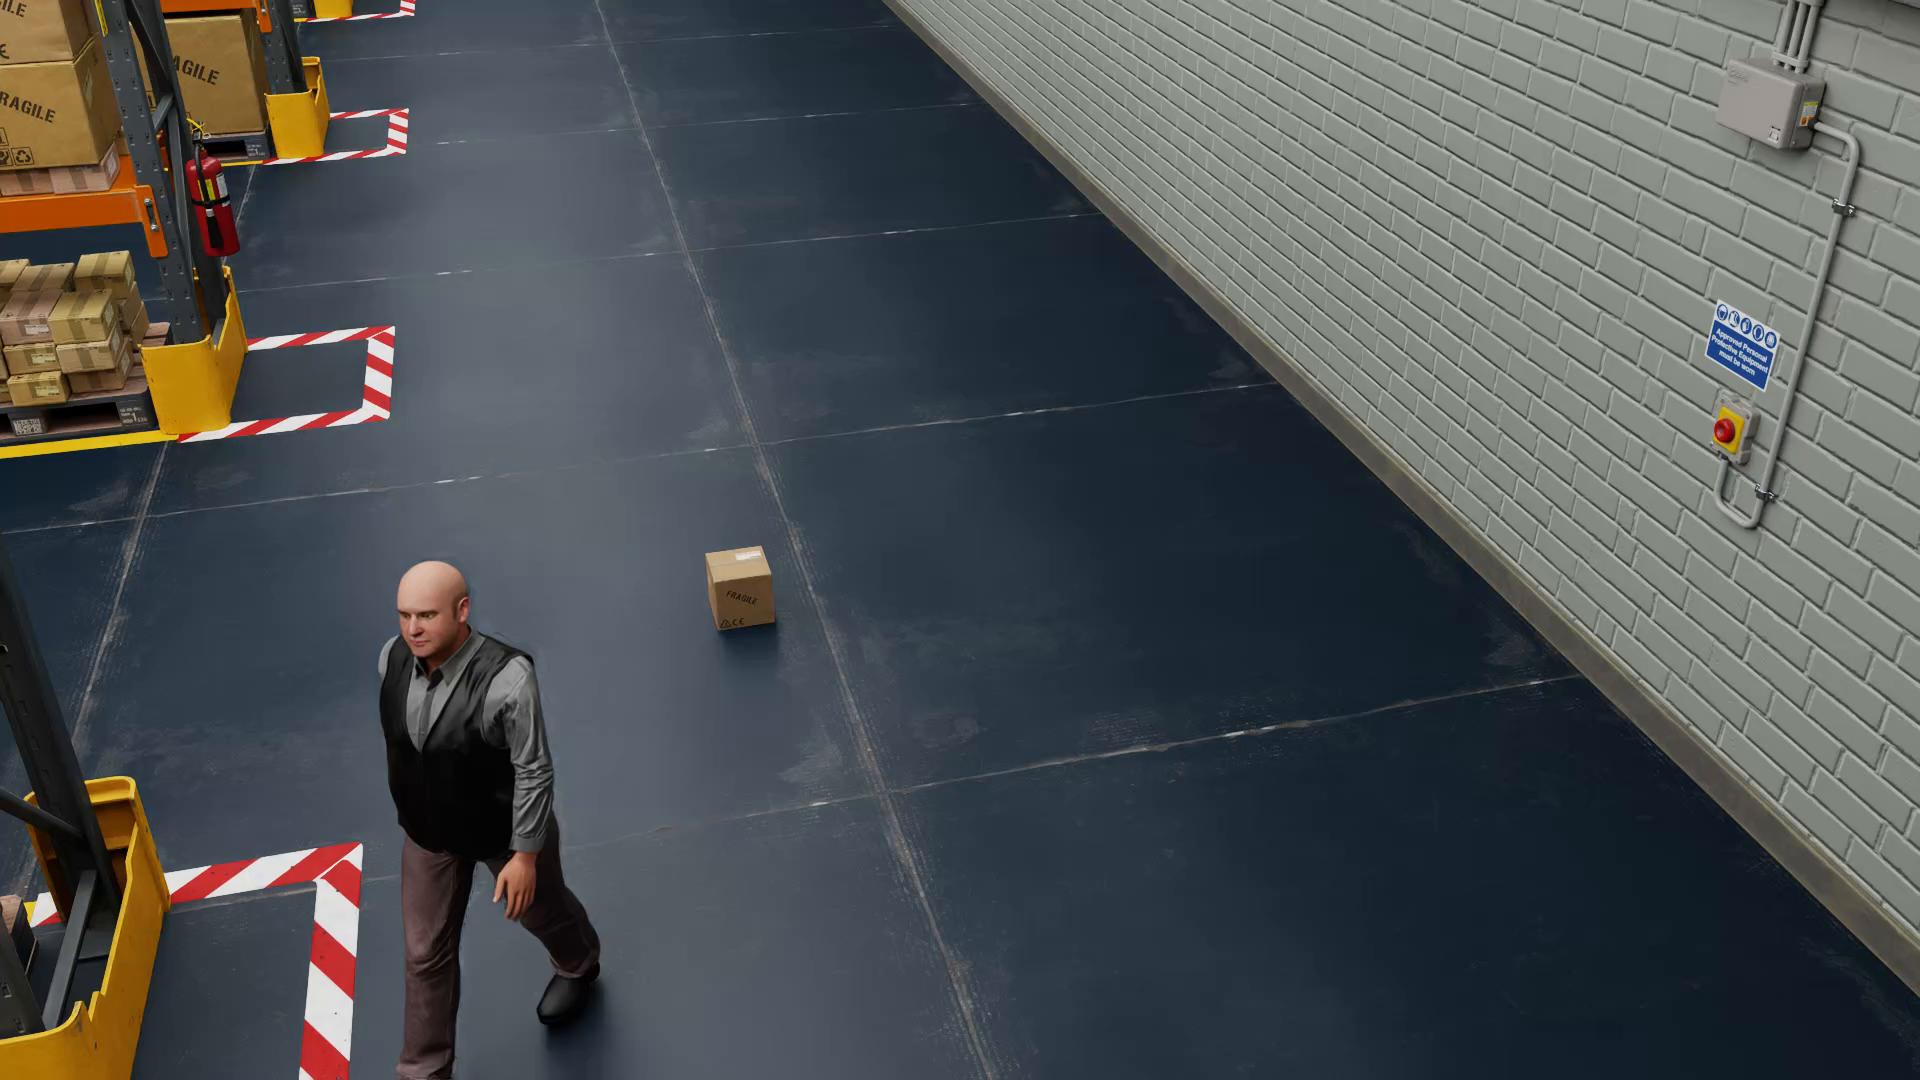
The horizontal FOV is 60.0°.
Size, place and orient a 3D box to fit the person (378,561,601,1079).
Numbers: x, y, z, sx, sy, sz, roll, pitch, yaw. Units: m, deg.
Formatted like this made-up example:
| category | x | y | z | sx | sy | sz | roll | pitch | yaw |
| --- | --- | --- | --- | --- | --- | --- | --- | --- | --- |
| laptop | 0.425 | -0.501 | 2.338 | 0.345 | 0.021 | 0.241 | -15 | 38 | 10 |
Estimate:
| category | x | y | z | sx | sy | sz | roll | pitch | yaw |
| --- | --- | --- | --- | --- | --- | --- | --- | --- | --- |
| person | -1.390 | 0.847 | 4.659 | 0.561 | 1.683 | 0.900 | 8 | 31 | 14 |
